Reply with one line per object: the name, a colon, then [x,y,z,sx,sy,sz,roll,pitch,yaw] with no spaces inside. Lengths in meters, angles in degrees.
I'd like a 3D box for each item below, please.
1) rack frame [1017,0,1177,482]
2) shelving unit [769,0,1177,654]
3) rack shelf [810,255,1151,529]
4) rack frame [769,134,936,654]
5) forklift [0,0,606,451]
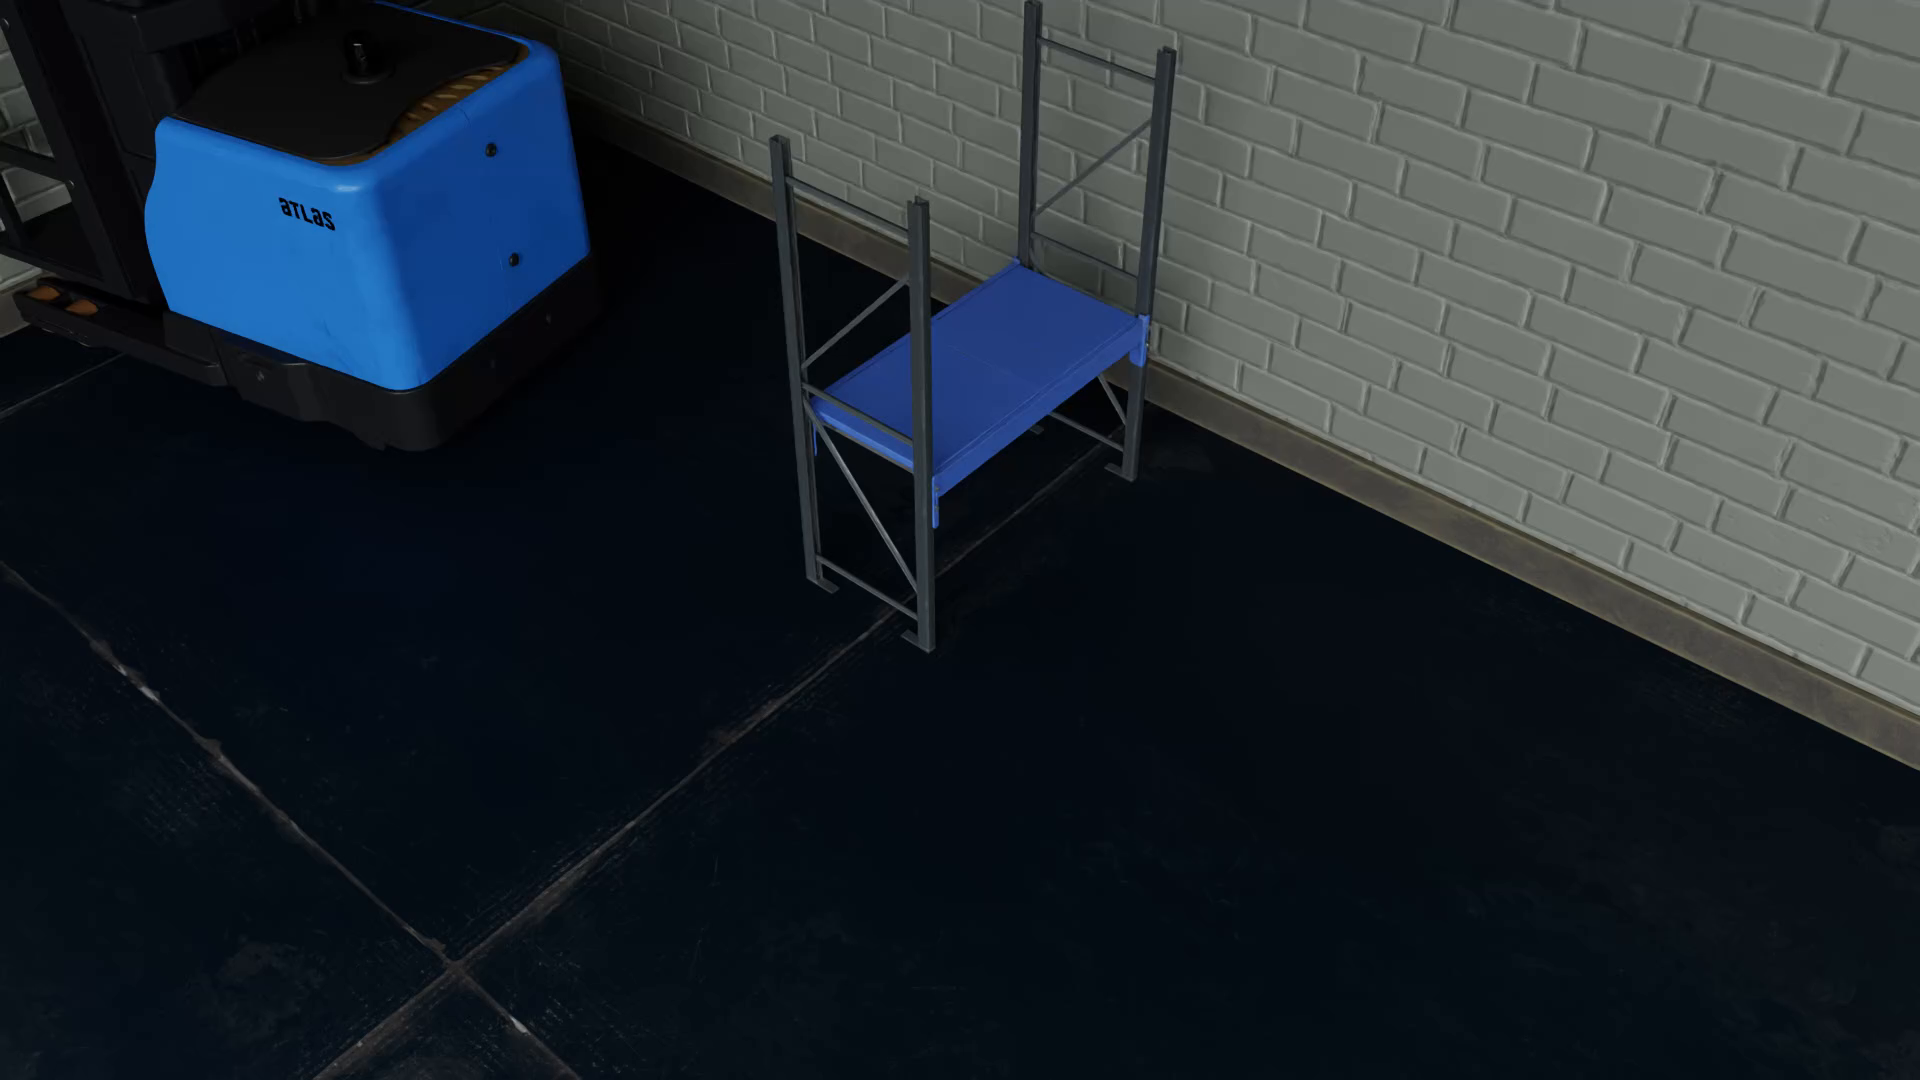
rack frame: [0.382,-0.861,5.082,0.500,1.500,0.032,29,50,28]
shelving unit: [0.055,-0.599,4.794,0.538,1.500,1.048,29,50,28]
rack shelf: [0.055,-0.466,4.915,0.538,0.185,1.000,29,50,28]
rack frame: [-0.272,-0.337,4.506,0.500,1.500,0.032,29,50,28]
forklift: [-2.848,-2.079,5.358,3.031,2.935,1.130,19,46,20]
